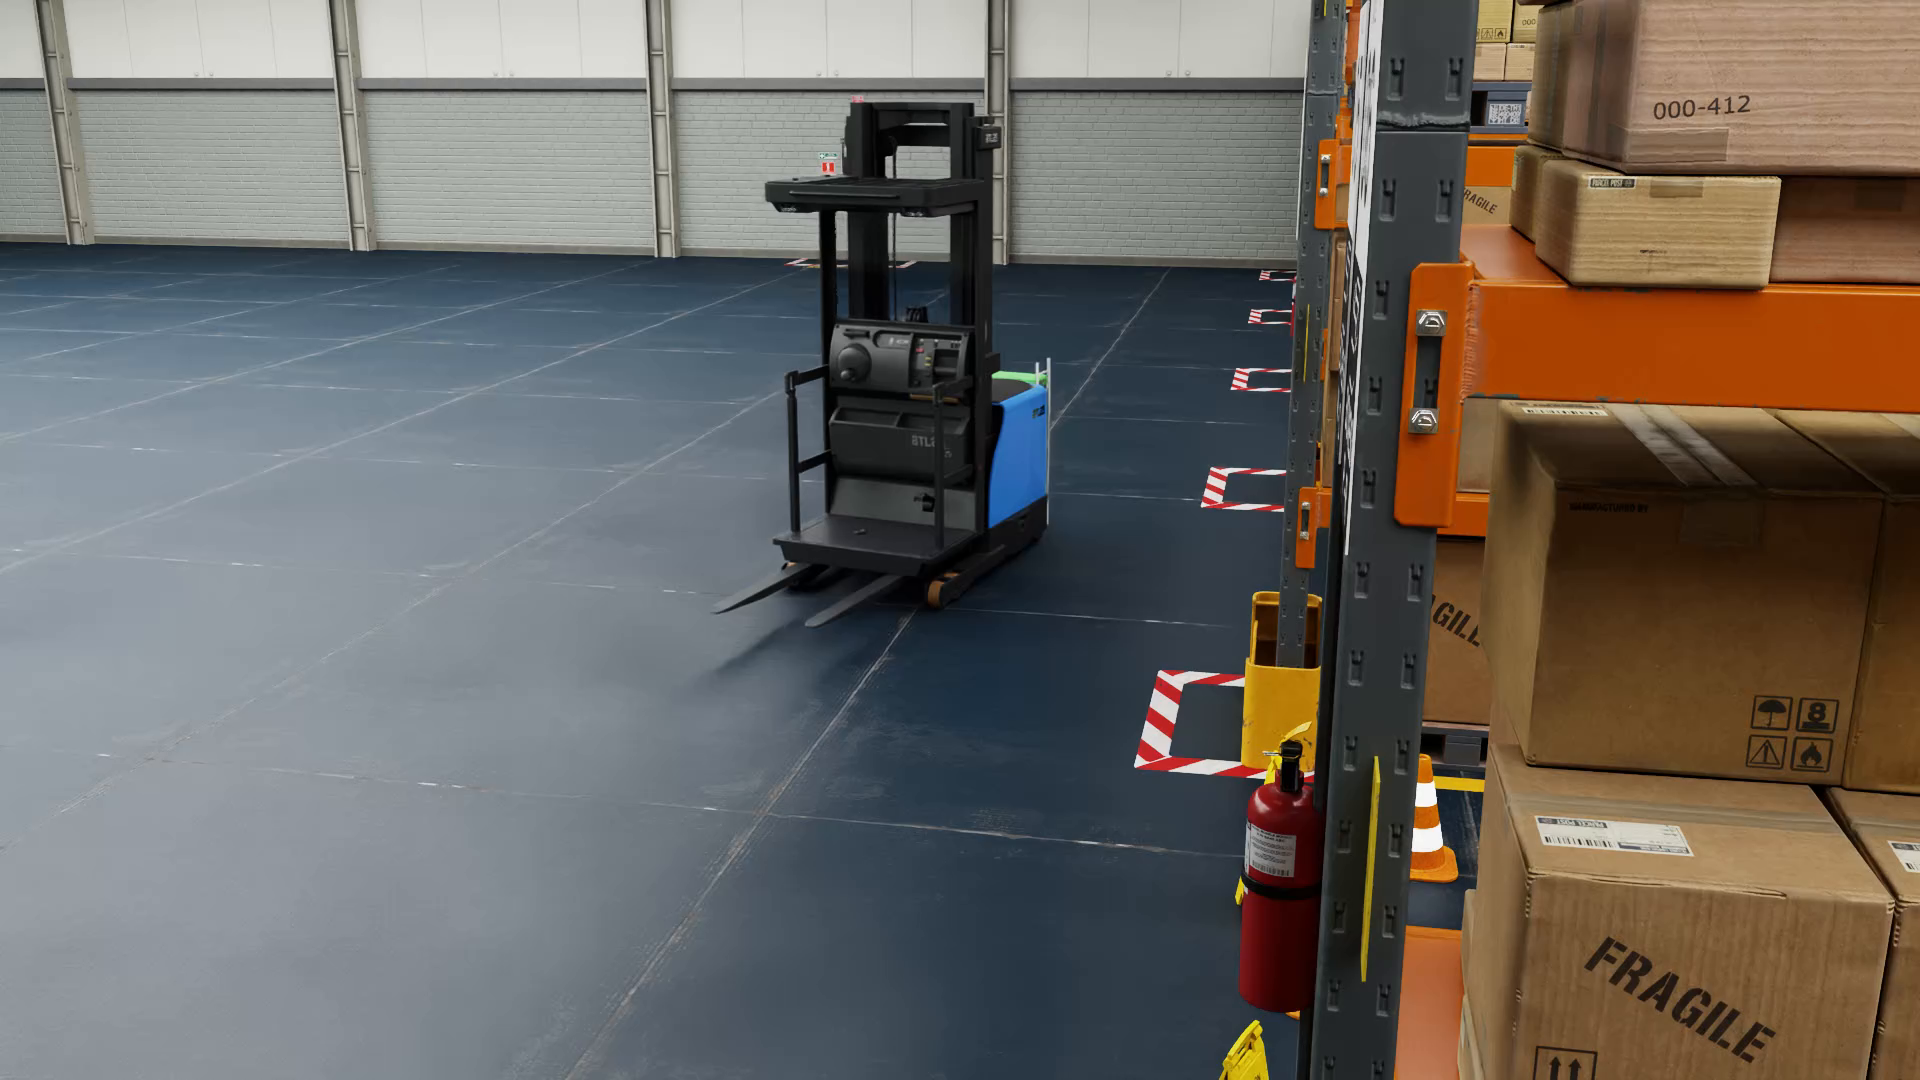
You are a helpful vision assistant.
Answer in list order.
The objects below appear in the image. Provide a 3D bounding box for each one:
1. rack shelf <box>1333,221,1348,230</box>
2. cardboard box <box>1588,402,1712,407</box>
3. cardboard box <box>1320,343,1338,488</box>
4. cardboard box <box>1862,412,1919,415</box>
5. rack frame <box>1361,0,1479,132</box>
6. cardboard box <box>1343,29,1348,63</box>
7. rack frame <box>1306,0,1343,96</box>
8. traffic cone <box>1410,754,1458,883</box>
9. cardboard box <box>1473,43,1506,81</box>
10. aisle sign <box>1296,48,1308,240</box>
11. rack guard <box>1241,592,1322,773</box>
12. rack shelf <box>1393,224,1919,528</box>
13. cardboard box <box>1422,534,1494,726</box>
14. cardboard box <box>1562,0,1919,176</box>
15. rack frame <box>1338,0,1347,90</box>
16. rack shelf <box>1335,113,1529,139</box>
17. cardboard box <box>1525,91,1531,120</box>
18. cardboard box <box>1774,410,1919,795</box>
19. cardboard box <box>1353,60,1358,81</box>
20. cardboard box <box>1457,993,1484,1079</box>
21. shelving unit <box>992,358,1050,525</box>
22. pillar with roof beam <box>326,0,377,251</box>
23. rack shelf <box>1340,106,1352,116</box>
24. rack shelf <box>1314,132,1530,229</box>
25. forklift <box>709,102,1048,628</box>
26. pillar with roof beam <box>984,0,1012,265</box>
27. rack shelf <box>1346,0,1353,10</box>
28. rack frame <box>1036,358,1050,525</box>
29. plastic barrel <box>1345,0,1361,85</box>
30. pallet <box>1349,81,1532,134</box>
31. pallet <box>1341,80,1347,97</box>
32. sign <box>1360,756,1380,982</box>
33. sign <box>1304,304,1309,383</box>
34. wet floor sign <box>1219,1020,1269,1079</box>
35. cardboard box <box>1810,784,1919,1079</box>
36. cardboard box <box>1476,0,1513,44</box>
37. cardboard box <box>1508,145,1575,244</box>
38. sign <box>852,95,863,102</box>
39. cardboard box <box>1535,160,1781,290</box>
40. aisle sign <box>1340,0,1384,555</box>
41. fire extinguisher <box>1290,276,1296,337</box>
[{"bbox_3d":[6.632,-3.965,21.534,4.000,0.370,1.077,3,16,11],"label":"rack shelf"},{"bbox_3d":[3.047,-0.513,7.444,0.550,0.550,0.875,3,16,11],"label":"cardboard box"},{"bbox_3d":[1.980,-0.599,7.755,0.550,0.550,0.875,3,16,11],"label":"cardboard box"},{"bbox_3d":[4.114,-0.494,7.374,0.550,0.550,0.875,3,16,11],"label":"cardboard box"},{"bbox_3d":[0.720,-2.126,2.308,0.127,3.000,1.000,3,16,11],"label":"rack frame"},{"bbox_3d":[5.985,-7.615,25.648,0.500,0.500,0.500,2,16,7],"label":"cardboard box"},{"bbox_3d":[1.607,-3.426,7.002,0.127,3.000,1.000,3,16,11],"label":"rack frame"},{"bbox_3d":[1.844,1.088,6.699,0.334,0.463,0.336,3,16,11],"label":"traffic cone"},{"bbox_3d":[2.129,-1.994,6.950,0.250,0.149,0.380,3,16,12],"label":"cardboard box"},{"bbox_3d":[1.478,-1.713,7.186,0.004,0.787,0.394,3,16,11],"label":"aisle sign"},{"bbox_3d":[1.583,0.669,8.142,0.348,0.500,1.175,3,16,11],"label":"rack guard"},{"bbox_3d":[2.679,-0.227,2.421,4.000,0.370,1.077,3,16,11],"label":"rack shelf"},{"bbox_3d":[2.285,0.306,7.963,0.875,0.875,0.875,3,16,11],"label":"cardboard box"},{"bbox_3d":[1.159,-0.655,2.341,0.500,0.250,0.500,3,16,10],"label":"cardboard box"},{"bbox_3d":[2.694,-4.718,11.667,0.127,3.000,1.000,3,16,11],"label":"rack frame"},{"bbox_3d":[4.654,-2.819,11.779,4.000,0.370,1.077,3,16,11],"label":"rack shelf"},{"bbox_3d":[4.106,-3.054,11.559,0.500,0.250,0.500,3,16,11],"label":"cardboard box"},{"bbox_3d":[1.758,0.091,2.926,0.500,0.500,0.700,3,16,12],"label":"cardboard box"},{"bbox_3d":[2.918,-3.317,11.763,0.250,0.149,0.380,3,16,11],"label":"cardboard box"},{"bbox_3d":[1.011,0.959,2.882,0.250,0.149,0.380,3,16,11],"label":"cardboard box"},{"bbox_3d":[0.352,-0.687,11.724,0.503,1.200,0.258,7,17,23],"label":"shelving unit"},{"bbox_3d":[-11.983,-8.626,25.774,0.400,9.000,9.100,3,16,11],"label":"pillar with roof beam"},{"bbox_3d":[5.641,-4.115,16.457,4.000,0.370,1.077,3,16,11],"label":"rack shelf"},{"bbox_3d":[3.567,-1.527,7.115,4.000,0.370,1.077,3,16,11],"label":"rack shelf"},{"bbox_3d":[-0.465,-1.133,10.090,1.130,2.935,3.031,7,17,23],"label":"forklift"},{"bbox_3d":[-0.224,-7.987,23.470,0.400,9.000,9.100,3,16,11],"label":"pillar with roof beam"},{"bbox_3d":[6.632,-6.663,20.787,4.000,0.370,1.077,3,16,11],"label":"rack shelf"},{"bbox_3d":[0.574,-0.660,11.627,0.015,1.200,0.240,7,17,23],"label":"rack frame"},{"bbox_3d":[4.183,-4.985,16.658,0.708,0.830,0.600,3,16,11],"label":"plastic barrel"},{"bbox_3d":[2.336,-1.901,7.282,1.213,0.211,1.003,3,16,11],"label":"pallet"},{"bbox_3d":[5.360,-5.777,21.274,1.213,0.211,1.003,3,16,11],"label":"pallet"},{"bbox_3d":[0.612,0.490,2.481,0.005,0.325,0.100,3,16,11],"label":"sign"},{"bbox_3d":[1.490,-0.845,7.154,0.005,0.325,0.100,3,16,11],"label":"sign"},{"bbox_3d":[0.747,1.610,4.470,0.232,0.644,0.267,9,18,30],"label":"wet floor sign"},{"bbox_3d":[1.637,0.699,2.607,0.500,0.500,0.500,4,16,13],"label":"cardboard box"},{"bbox_3d":[2.029,-2.209,6.979,0.500,0.250,0.500,3,16,11],"label":"cardboard box"},{"bbox_3d":[1.125,-0.613,2.938,0.250,0.149,0.380,3,16,11],"label":"cardboard box"},{"bbox_3d":[-1.768,-7.507,28.633,0.199,0.298,0.001,3,16,11],"label":"sign"},{"bbox_3d":[0.980,-0.456,2.372,0.250,0.149,0.380,3,16,11],"label":"cardboard box"},{"bbox_3d":[0.597,-0.409,2.481,0.004,0.787,0.394,3,16,11],"label":"aisle sign"},{"bbox_3d":[2.674,-1.916,12.935,0.183,0.674,0.296,3,16,11],"label":"fire extinguisher"}]
